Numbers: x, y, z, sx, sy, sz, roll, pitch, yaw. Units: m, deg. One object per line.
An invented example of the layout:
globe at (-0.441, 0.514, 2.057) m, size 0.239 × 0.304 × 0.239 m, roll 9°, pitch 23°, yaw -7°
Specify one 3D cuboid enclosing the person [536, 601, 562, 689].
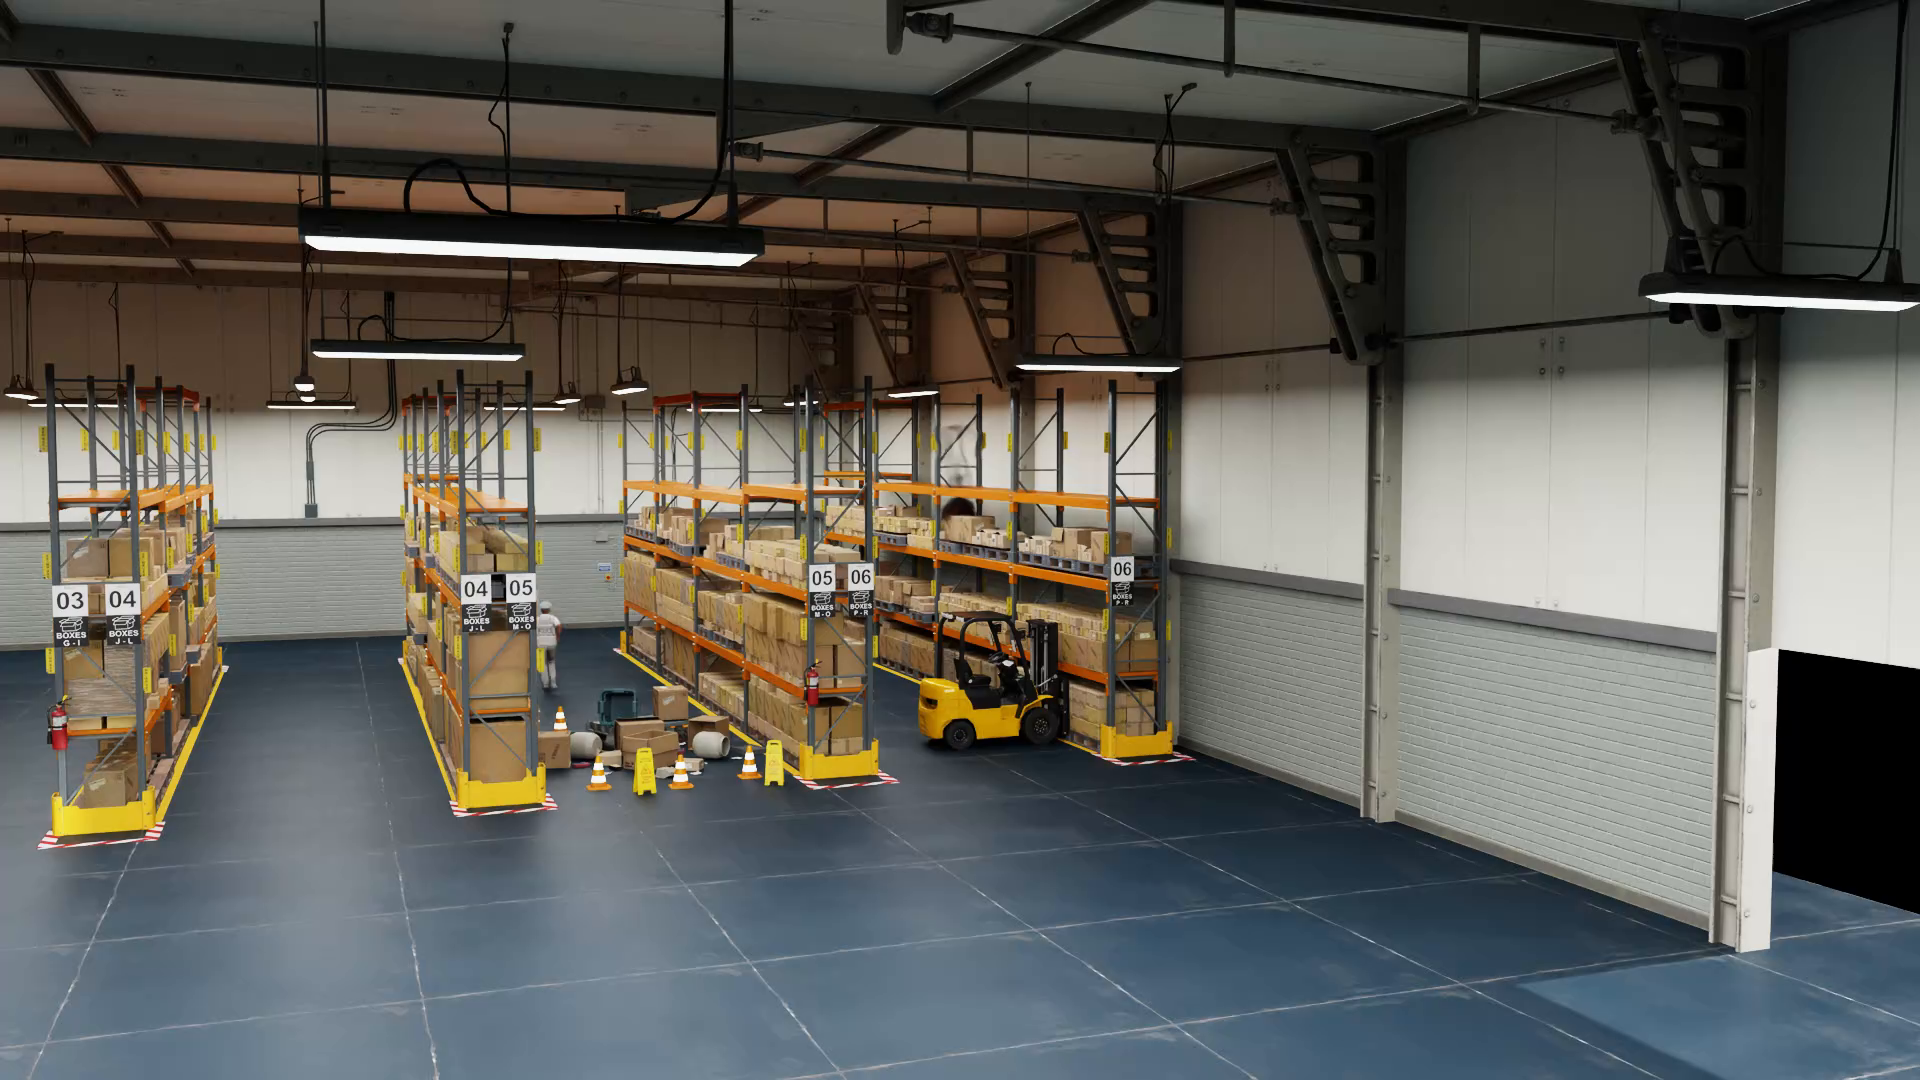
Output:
person at (-8.410, 2.158, 33.747) m, size 0.639 × 1.822 × 0.733 m, roll -1°, pitch 3°, yaw -17°
